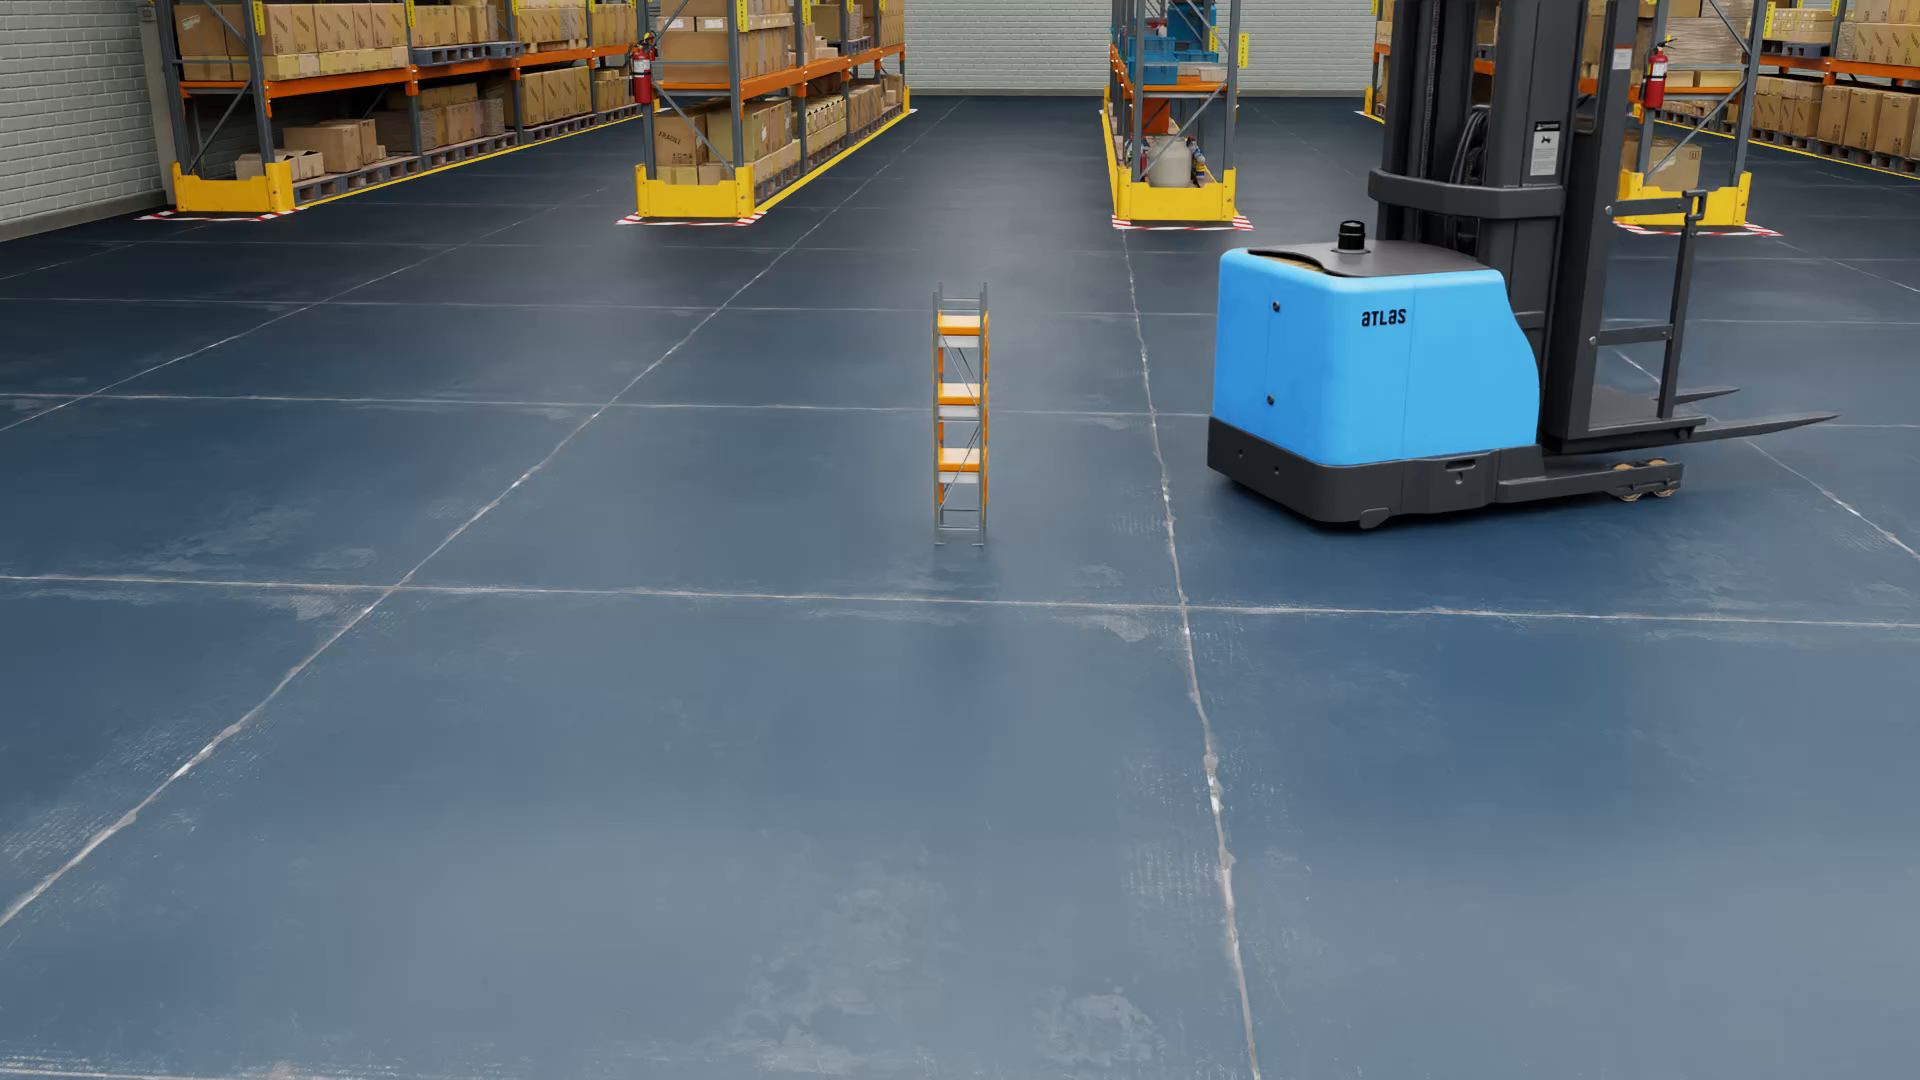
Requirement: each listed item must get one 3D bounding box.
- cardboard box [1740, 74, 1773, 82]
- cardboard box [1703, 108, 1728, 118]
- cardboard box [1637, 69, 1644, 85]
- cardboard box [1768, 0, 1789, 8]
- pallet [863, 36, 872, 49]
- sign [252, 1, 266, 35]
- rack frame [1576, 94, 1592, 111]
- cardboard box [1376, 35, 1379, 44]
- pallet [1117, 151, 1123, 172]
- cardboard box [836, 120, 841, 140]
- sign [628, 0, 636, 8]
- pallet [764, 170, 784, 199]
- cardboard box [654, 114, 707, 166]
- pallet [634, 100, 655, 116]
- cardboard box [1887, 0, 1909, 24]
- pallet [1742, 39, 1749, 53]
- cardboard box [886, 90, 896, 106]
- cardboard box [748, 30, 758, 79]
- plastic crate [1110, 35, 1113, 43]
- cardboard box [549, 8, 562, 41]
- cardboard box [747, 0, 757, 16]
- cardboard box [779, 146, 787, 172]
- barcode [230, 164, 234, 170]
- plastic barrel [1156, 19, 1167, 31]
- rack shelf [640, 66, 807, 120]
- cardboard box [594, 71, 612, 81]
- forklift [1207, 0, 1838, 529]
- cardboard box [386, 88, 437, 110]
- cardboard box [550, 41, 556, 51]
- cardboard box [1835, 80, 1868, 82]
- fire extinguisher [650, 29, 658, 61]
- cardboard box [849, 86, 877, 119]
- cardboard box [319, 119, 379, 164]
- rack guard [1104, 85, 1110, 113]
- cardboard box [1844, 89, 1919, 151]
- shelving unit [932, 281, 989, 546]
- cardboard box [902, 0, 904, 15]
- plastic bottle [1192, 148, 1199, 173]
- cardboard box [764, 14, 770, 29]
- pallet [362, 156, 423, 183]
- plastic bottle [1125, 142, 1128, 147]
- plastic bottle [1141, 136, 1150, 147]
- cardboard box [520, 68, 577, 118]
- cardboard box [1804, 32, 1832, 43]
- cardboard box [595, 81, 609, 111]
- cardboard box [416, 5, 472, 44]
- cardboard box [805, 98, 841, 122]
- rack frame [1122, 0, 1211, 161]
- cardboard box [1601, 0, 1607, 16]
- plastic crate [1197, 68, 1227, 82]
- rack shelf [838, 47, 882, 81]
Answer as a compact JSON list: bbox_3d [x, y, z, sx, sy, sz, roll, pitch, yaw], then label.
[{"bbox_3d":[12.647,-7.293,26.500,0.500,0.250,0.500,0,18,1],"label":"cardboard box"},{"bbox_3d":[12.652,-7.123,27.749,0.380,0.149,0.250,2,18,5],"label":"cardboard box"},{"bbox_3d":[6.997,-4.616,16.595,0.380,0.149,0.250,1,18,4],"label":"cardboard box"},{"bbox_3d":[13.239,-8.948,27.169,0.500,0.500,0.500,2,18,5],"label":"cardboard box"},{"bbox_3d":[-2.023,-8.176,27.367,1.003,0.211,1.213,1,18,4],"label":"pallet"},{"bbox_3d":[-7.117,-5.295,16.876,0.100,0.325,0.005,1,18,4],"label":"sign"},{"bbox_3d":[7.450,-5.806,19.826,1.000,3.000,0.127,1,18,4],"label":"rack frame"},{"bbox_3d":[7.956,-9.311,30.925,0.380,0.149,0.250,1,18,5],"label":"cardboard box"},{"bbox_3d":[2.528,-4.837,21.345,1.003,0.211,1.213,1,18,4],"label":"pallet"},{"bbox_3d":[-1.971,-5.835,23.655,0.500,0.250,0.500,1,18,3],"label":"cardboard box"},{"bbox_3d":[-3.257,-5.466,16.546,0.100,0.325,0.005,1,18,4],"label":"sign"},{"bbox_3d":[-2.614,-4.078,19.028,1.003,0.211,1.213,1,18,4],"label":"pallet"},{"bbox_3d":[-2.975,-4.209,17.488,0.500,0.500,0.500,1,18,4],"label":"cardboard box"},{"bbox_3d":[-6.490,-8.290,31.884,1.003,0.211,1.213,1,18,4],"label":"pallet"},{"bbox_3d":[12.566,-6.974,21.622,0.700,0.500,0.500,1,18,3],"label":"cardboard box"},{"bbox_3d":[12.764,-7.824,26.291,1.003,0.211,1.213,1,18,4],"label":"pallet"},{"bbox_3d":[-1.461,-8.189,30.808,0.500,0.250,0.500,1,18,4],"label":"cardboard box"},{"bbox_3d":[-2.596,-5.296,18.108,0.700,0.500,0.500,1,18,4],"label":"cardboard box"},{"bbox_3d":[2.870,-9.169,30.417,0.250,0.136,0.298,1,18,4],"label":"plastic crate"},{"bbox_3d":[-6.681,-8.202,26.468,0.500,0.500,0.500,2,18,5],"label":"cardboard box"},{"bbox_3d":[-2.599,-5.932,17.964,0.700,0.500,0.500,1,18,4],"label":"cardboard box"},{"bbox_3d":[-2.312,-4.462,19.465,0.500,0.250,0.500,1,18,4],"label":"cardboard box"},{"bbox_3d":[-7.916,-4.059,18.090,0.001,0.075,0.075,1,18,4],"label":"barcode"},{"bbox_3d":[3.066,-7.073,23.473,0.600,0.536,0.708,1,18,4],"label":"plastic barrel"},{"bbox_3d":[-2.573,-5.066,18.721,1.077,0.370,4.000,1,18,4],"label":"rack shelf"},{"bbox_3d":[-6.435,-8.275,29.658,0.380,0.149,0.250,2,18,6],"label":"cardboard box"},{"bbox_3d":[2.722,-1.710,7.433,3.031,2.935,1.130,-7,19,-20],"label":"forklift"},{"bbox_3d":[-7.307,-5.882,22.159,0.500,0.250,0.500,1,18,3],"label":"cardboard box"},{"bbox_3d":[-6.705,-7.926,26.665,0.380,0.149,0.250,2,18,6],"label":"cardboard box"},{"bbox_3d":[13.004,-6.641,24.509,0.500,0.250,0.500,1,18,3],"label":"cardboard box"},{"bbox_3d":[-6.040,-9.688,32.394,0.296,0.674,0.183,1,18,4],"label":"fire extinguisher"},{"bbox_3d":[-1.650,-7.222,27.453,0.500,0.500,0.500,1,18,4],"label":"cardboard box"},{"bbox_3d":[-7.406,-4.836,20.173,0.500,0.500,0.500,0,18,0],"label":"cardboard box"},{"bbox_3d":[3.359,-8.464,31.951,1.175,0.500,0.348,1,18,4],"label":"rack guard"},{"bbox_3d":[12.484,-5.578,22.069,1.050,0.750,0.750,2,18,5],"label":"cardboard box"},{"bbox_3d":[0.004,-0.516,6.810,0.215,1.050,0.252,1,18,4],"label":"shelving unit"},{"bbox_3d":[-1.327,-10.134,31.267,0.500,0.500,0.500,1,18,3],"label":"cardboard box"},{"bbox_3d":[2.711,-4.344,19.038,0.097,0.271,0.097,0,18,0],"label":"plastic bottle"},{"bbox_3d":[-2.345,-5.818,18.660,0.380,0.149,0.250,2,18,6],"label":"cardboard box"},{"bbox_3d":[-7.384,-4.604,20.634,1.003,0.211,1.213,1,18,4],"label":"pallet"},{"bbox_3d":[2.054,-4.642,19.939,0.152,0.276,0.135,2,18,6],"label":"plastic bottle"},{"bbox_3d":[2.182,-4.623,19.761,0.144,0.351,0.185,1,18,4],"label":"plastic bottle"},{"bbox_3d":[-6.776,-7.320,27.223,0.750,0.750,0.750,2,18,6],"label":"cardboard box"},{"bbox_3d":[12.254,-7.150,23.657,0.380,0.149,0.250,2,18,5],"label":"cardboard box"},{"bbox_3d":[-6.642,-7.865,29.447,0.700,0.500,0.500,2,18,5],"label":"cardboard box"},{"bbox_3d":[-7.175,-7.103,22.917,0.700,0.500,0.500,1,18,4],"label":"cardboard box"},{"bbox_3d":[-1.966,-6.101,23.565,0.500,0.311,0.500,1,18,3],"label":"cardboard box"},{"bbox_3d":[2.510,-5.917,20.164,1.000,3.000,0.127,1,18,4],"label":"rack frame"},{"bbox_3d":[7.025,-5.715,17.304,0.500,0.500,0.500,1,18,4],"label":"cardboard box"},{"bbox_3d":[2.609,-4.820,17.240,0.298,0.136,0.250,1,18,4],"label":"plastic crate"},{"bbox_3d":[-2.000,-7.550,26.304,1.077,0.370,4.000,1,18,4],"label":"rack shelf"}]
